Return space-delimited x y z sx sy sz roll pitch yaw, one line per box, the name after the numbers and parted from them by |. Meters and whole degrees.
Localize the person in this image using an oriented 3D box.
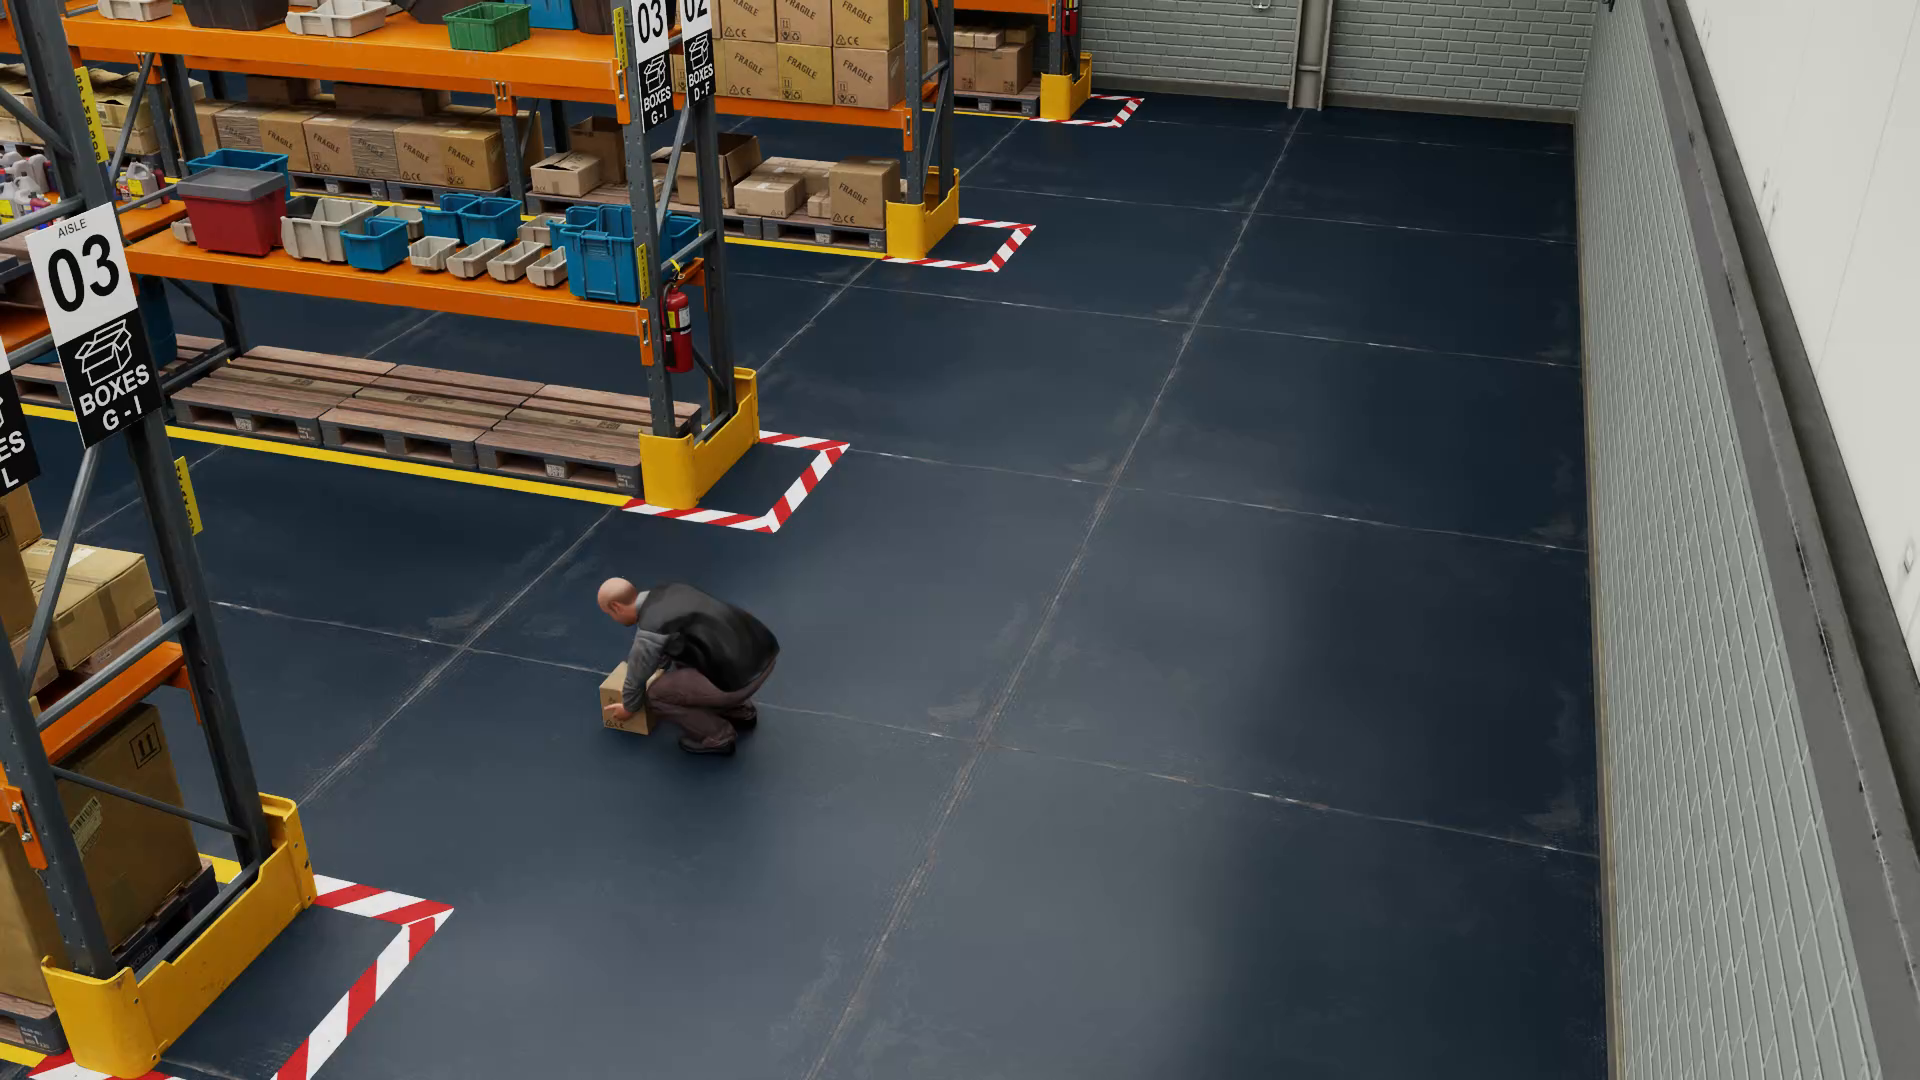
-1.354 0.605 8.323 0.871 0.876 0.534 9 30 15 | person
